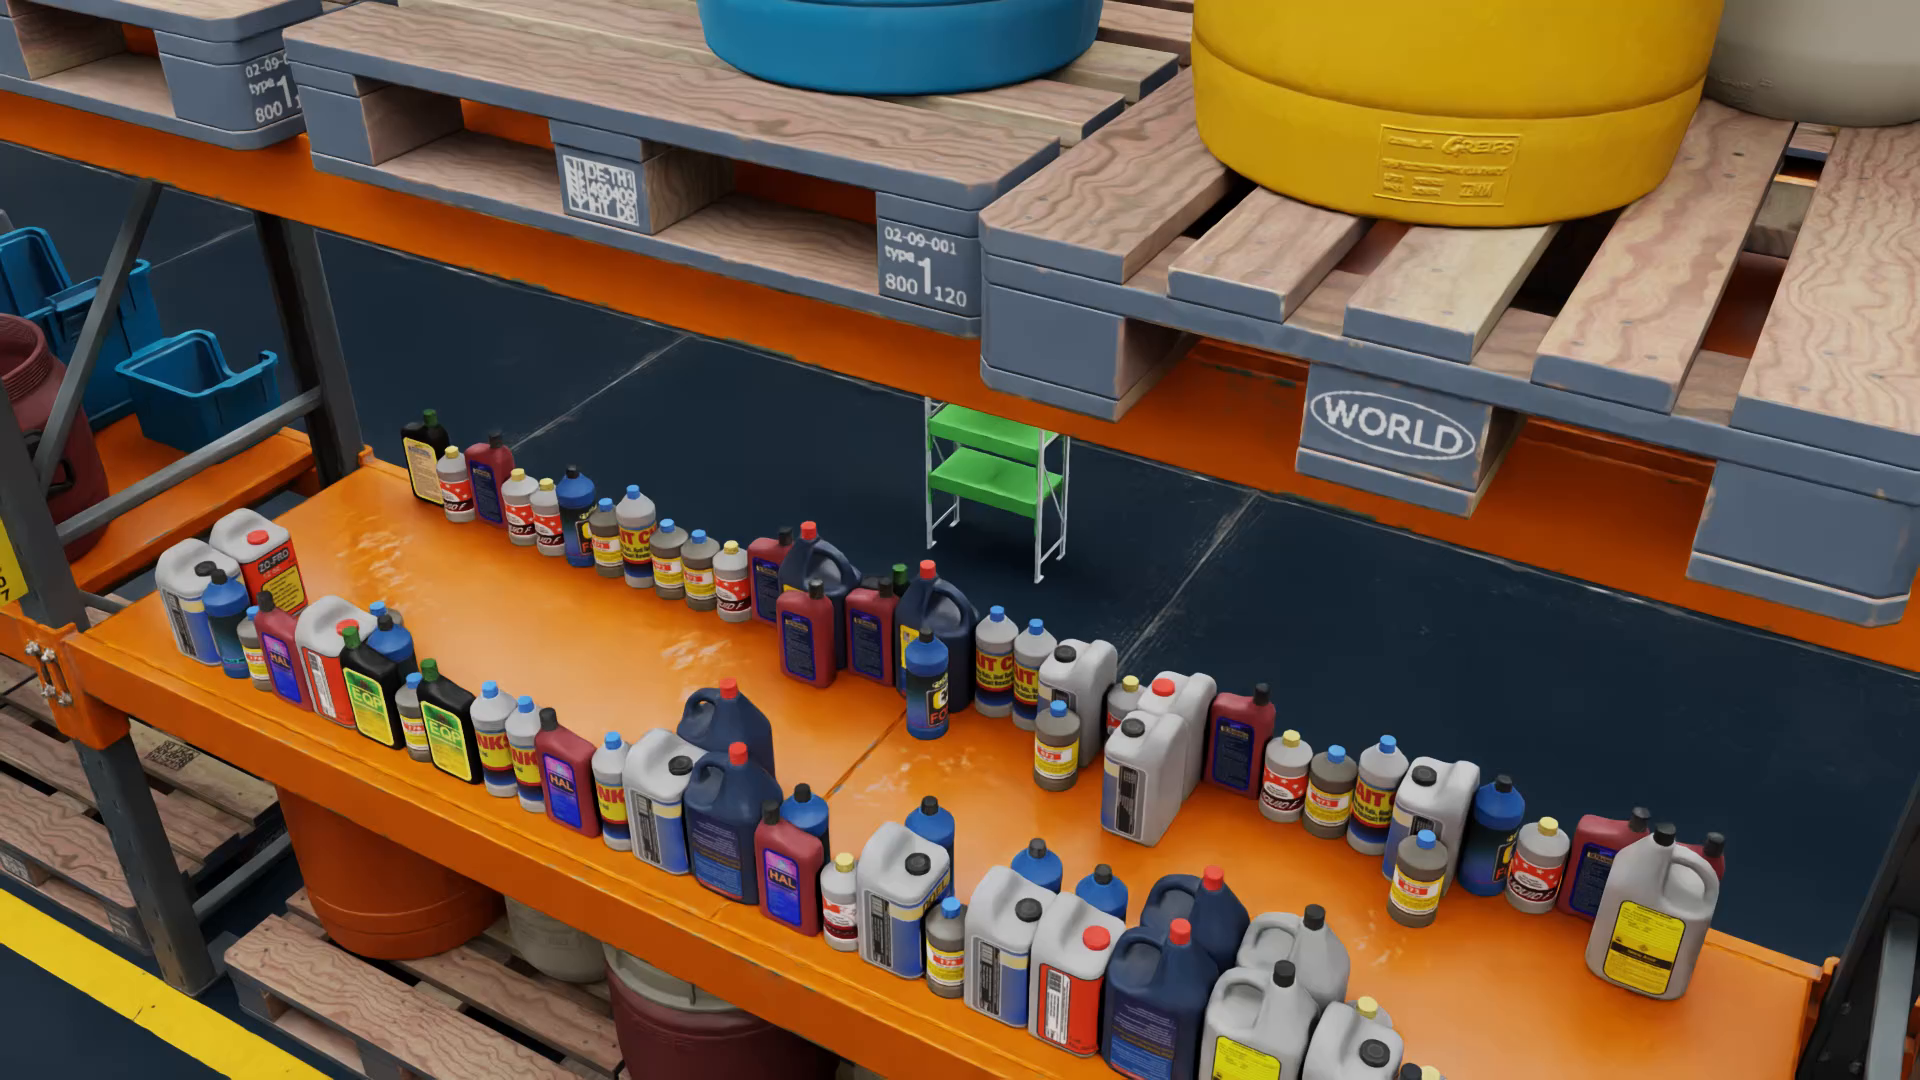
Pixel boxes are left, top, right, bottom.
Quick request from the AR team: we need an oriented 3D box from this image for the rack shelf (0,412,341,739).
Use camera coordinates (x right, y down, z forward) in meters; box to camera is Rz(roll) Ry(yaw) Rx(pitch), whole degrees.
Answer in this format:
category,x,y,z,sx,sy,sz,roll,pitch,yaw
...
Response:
category,x,y,z,sx,sy,sz,roll,pitch,yaw
rack shelf,-3.737,-0.436,5.348,4.000,0.370,1.077,18,37,24

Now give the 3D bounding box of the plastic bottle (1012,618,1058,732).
category,x,y,z,sx,sy,sz,roll,pitch,yaw
plastic bottle,0.167,0.294,3.719,0.097,0.271,0.097,0,34,0

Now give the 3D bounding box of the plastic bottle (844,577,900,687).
category,x,y,z,sx,sy,sz,roll,pitch,yaw
plastic bottle,-0.199,0.200,3.849,0.133,0.283,0.061,18,37,24

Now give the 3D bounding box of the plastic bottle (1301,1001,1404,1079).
category,x,y,z,sx,sy,sz,roll,pitch,yaw
plastic bottle,0.652,0.913,2.785,0.135,0.276,0.152,18,37,24

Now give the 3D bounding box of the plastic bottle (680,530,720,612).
category,x,y,z,sx,sy,sz,roll,pitch,yaw
plastic bottle,-0.639,0.068,4.122,0.097,0.201,0.097,0,34,0

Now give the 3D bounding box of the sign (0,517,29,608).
category,x,y,z,sx,sy,sz,roll,pitch,yaw
sign,-2.267,0.013,3.877,0.005,0.325,0.100,18,37,24

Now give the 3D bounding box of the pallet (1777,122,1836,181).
category,x,y,z,sx,sy,sz,roll,pitch,yaw
pallet,3.294,-1.661,6.711,1.213,0.211,1.003,18,37,24

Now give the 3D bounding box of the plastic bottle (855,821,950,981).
category,x,y,z,sx,sy,sz,roll,pitch,yaw
plastic bottle,-0.104,0.673,3.145,0.135,0.276,0.152,18,37,24

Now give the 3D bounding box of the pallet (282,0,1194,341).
category,x,y,z,sx,sy,sz,roll,pitch,yaw
pallet,-0.243,-0.735,2.611,1.213,0.211,1.003,18,37,24

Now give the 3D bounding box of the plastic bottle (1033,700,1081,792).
category,x,y,z,sx,sy,sz,roll,pitch,yaw
plastic bottle,0.208,0.433,3.573,0.097,0.201,0.097,0,34,0

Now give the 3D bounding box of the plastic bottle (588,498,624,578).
category,x,y,z,sx,sy,sz,roll,pitch,yaw
plastic bottle,-0.893,-0.013,4.242,0.097,0.201,0.097,0,34,0

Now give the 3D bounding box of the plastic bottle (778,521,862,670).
category,x,y,z,sx,sy,sz,roll,pitch,yaw
plastic bottle,-0.328,0.119,3.910,0.185,0.351,0.144,18,37,24

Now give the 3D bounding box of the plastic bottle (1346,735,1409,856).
category,x,y,z,sx,sy,sz,roll,pitch,yaw
plastic bottle,0.855,0.512,3.392,0.097,0.271,0.097,0,34,0

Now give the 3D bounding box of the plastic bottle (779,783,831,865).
category,x,y,z,sx,sy,sz,roll,pitch,yaw
plastic bottle,-0.303,0.590,3.273,0.097,0.271,0.097,0,34,0

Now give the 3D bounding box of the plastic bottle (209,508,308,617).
category,x,y,z,sx,sy,sz,roll,pitch,yaw
plastic bottle,-1.710,0.067,4.055,0.135,0.276,0.152,18,37,24

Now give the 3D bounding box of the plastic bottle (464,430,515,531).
category,x,y,z,sx,sy,sz,roll,pitch,yaw
plastic bottle,-1.237,-0.168,4.401,0.133,0.283,0.061,18,37,24

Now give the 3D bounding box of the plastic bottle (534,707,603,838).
category,x,y,z,sx,sy,sz,roll,pitch,yaw
plastic bottle,-0.805,0.477,3.432,0.133,0.283,0.061,18,37,24

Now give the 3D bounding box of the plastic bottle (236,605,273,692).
category,x,y,z,sx,sy,sz,roll,pitch,yaw
plastic bottle,-1.614,0.243,3.857,0.097,0.201,0.097,0,34,0

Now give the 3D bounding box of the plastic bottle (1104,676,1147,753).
category,x,y,z,sx,sy,sz,roll,pitch,yaw
plastic bottle,0.368,0.387,3.642,0.097,0.201,0.097,0,34,0

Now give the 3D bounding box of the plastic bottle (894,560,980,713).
category,x,y,z,sx,sy,sz,roll,pitch,yaw
plastic bottle,-0.052,0.206,3.778,0.185,0.351,0.144,18,37,24

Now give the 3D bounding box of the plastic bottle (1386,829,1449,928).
category,x,y,z,sx,sy,sz,roll,pitch,yaw
plastic bottle,0.896,0.651,3.245,0.097,0.201,0.097,0,34,0

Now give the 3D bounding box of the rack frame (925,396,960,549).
category,x,y,z,sx,sy,sz,roll,pitch,yaw
rack frame,-0.068,-0.521,6.450,0.015,1.200,0.240,18,37,24

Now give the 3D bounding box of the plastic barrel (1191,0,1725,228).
category,x,y,z,sx,sy,sz,roll,pitch,yaw
plastic barrel,0.579,-0.741,1.901,0.600,0.588,0.600,0,34,0

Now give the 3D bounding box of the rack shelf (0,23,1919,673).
category,x,y,z,sx,sy,sz,roll,pitch,yaw
rack shelf,-0.264,-0.585,2.865,4.000,0.370,1.077,18,37,24

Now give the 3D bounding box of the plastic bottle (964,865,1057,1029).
category,x,y,z,sx,sy,sz,roll,pitch,yaw
plastic bottle,0.098,0.737,3.049,0.135,0.276,0.152,18,37,24

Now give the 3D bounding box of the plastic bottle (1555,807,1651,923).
category,x,y,z,sx,sy,sz,roll,pitch,yaw
plastic bottle,1.250,0.620,3.218,0.133,0.283,0.061,18,37,24

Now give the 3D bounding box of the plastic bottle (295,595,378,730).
category,x,y,z,sx,sy,sz,roll,pitch,yaw
plastic bottle,-1.384,0.268,3.754,0.135,0.276,0.152,18,37,24

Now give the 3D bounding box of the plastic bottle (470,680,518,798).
category,x,y,z,sx,sy,sz,roll,pitch,yaw
plastic bottle,-0.980,0.415,3.537,0.097,0.271,0.097,0,34,0

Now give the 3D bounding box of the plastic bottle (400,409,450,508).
category,x,y,z,sx,sy,sz,roll,pitch,yaw
plastic bottle,-1.438,-0.231,4.496,0.133,0.283,0.061,18,37,24

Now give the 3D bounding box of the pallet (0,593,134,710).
category,x,y,z,sx,sy,sz,roll,pitch,yaw
pallet,-3.709,0.407,5.948,1.213,0.211,1.003,18,37,24

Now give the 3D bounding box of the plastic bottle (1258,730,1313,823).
category,x,y,z,sx,sy,sz,roll,pitch,yaw
plastic bottle,0.686,0.487,3.491,0.097,0.201,0.097,0,34,0

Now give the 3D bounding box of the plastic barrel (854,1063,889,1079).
category,x,y,z,sx,sy,sz,roll,pitch,yaw
plastic barrel,-0.052,1.224,4.071,0.421,0.512,0.421,0,34,0

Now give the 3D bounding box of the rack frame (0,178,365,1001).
category,x,y,z,sx,sy,sz,roll,pitch,yaw
rack frame,-2.001,-0.186,4.323,0.127,3.000,1.000,18,37,24

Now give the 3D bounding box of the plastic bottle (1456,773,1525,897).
category,x,y,z,sx,sy,sz,roll,pitch,yaw
plastic bottle,1.056,0.575,3.296,0.097,0.271,0.097,0,34,0

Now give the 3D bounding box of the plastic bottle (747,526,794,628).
category,x,y,z,sx,sy,sz,roll,pitch,yaw
plastic bottle,-0.445,0.083,4.024,0.133,0.283,0.061,18,37,24

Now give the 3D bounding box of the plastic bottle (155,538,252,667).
category,x,y,z,sx,sy,sz,roll,pitch,yaw
plastic bottle,-1.785,0.140,3.945,0.135,0.276,0.152,18,37,24

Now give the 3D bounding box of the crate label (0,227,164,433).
category,x,y,z,sx,sy,sz,roll,pitch,yaw
crate label,-2.729,-0.604,4.919,0.616,0.435,0.502,18,37,24

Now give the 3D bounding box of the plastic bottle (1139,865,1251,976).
category,x,y,z,sx,sy,sz,roll,pitch,yaw
plastic bottle,0.423,0.719,3.008,0.185,0.351,0.144,18,37,24

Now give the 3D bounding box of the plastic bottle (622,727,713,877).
category,x,y,z,sx,sy,sz,roll,pitch,yaw
plastic bottle,-0.581,0.522,3.372,0.135,0.276,0.152,18,37,24

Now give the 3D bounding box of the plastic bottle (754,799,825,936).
category,x,y,z,sx,sy,sz,roll,pitch,yaw
plastic bottle,-0.327,0.628,3.205,0.133,0.283,0.061,18,37,24

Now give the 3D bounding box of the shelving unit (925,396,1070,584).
category,x,y,z,sx,sy,sz,roll,pitch,yaw
shelving unit,0.144,-0.454,6.349,0.503,1.200,0.258,18,37,24

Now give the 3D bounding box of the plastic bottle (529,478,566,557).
category,x,y,z,sx,sy,sz,roll,pitch,yaw
plastic bottle,-1.062,-0.066,4.323,0.097,0.201,0.097,0,34,0

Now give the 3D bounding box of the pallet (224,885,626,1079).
category,x,y,z,sx,sy,sz,roll,pitch,yaw
pallet,-1.295,1.172,4.800,1.213,0.211,1.003,18,37,24

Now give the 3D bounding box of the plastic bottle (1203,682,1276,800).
category,x,y,z,sx,sy,sz,roll,pitch,yaw
plastic bottle,0.594,0.412,3.530,0.133,0.283,0.061,18,37,24

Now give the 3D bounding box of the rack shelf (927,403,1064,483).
category,x,y,z,sx,sy,sz,roll,pitch,yaw
rack shelf,0.144,-0.401,6.384,0.480,0.148,0.258,18,37,24

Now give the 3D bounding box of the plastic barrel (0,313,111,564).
category,x,y,z,sx,sy,sz,roll,pitch,yaw
plastic barrel,-2.554,-0.224,4.258,0.708,0.536,0.600,18,37,24

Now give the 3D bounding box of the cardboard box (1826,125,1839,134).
category,x,y,z,sx,sy,sz,roll,pitch,yaw
cardboard box,3.633,-1.923,6.462,0.500,0.500,0.700,6,34,9

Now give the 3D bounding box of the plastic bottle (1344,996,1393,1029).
category,x,y,z,sx,sy,sz,roll,pitch,yaw
plastic bottle,0.698,0.879,2.904,0.097,0.201,0.097,0,34,0

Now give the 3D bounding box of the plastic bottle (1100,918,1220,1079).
category,x,y,z,sx,sy,sz,roll,pitch,yaw
plastic bottle,0.351,0.789,2.904,0.185,0.351,0.144,18,37,24

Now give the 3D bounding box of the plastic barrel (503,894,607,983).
category,x,y,z,sx,sy,sz,roll,pitch,yaw
plastic barrel,-1.033,0.914,4.537,0.421,0.512,0.421,0,34,0

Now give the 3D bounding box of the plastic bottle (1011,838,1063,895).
category,x,y,z,sx,sy,sz,roll,pitch,yaw
plastic bottle,0.144,0.674,3.148,0.097,0.271,0.097,0,34,0

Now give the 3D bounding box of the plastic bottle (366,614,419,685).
category,x,y,z,sx,sy,sz,roll,pitch,yaw
plastic bottle,-1.266,0.285,3.731,0.097,0.271,0.097,0,34,0

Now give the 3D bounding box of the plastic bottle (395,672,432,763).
category,x,y,z,sx,sy,sz,roll,pitch,yaw
plastic bottle,-1.181,0.380,3.652,0.097,0.201,0.097,0,34,0
